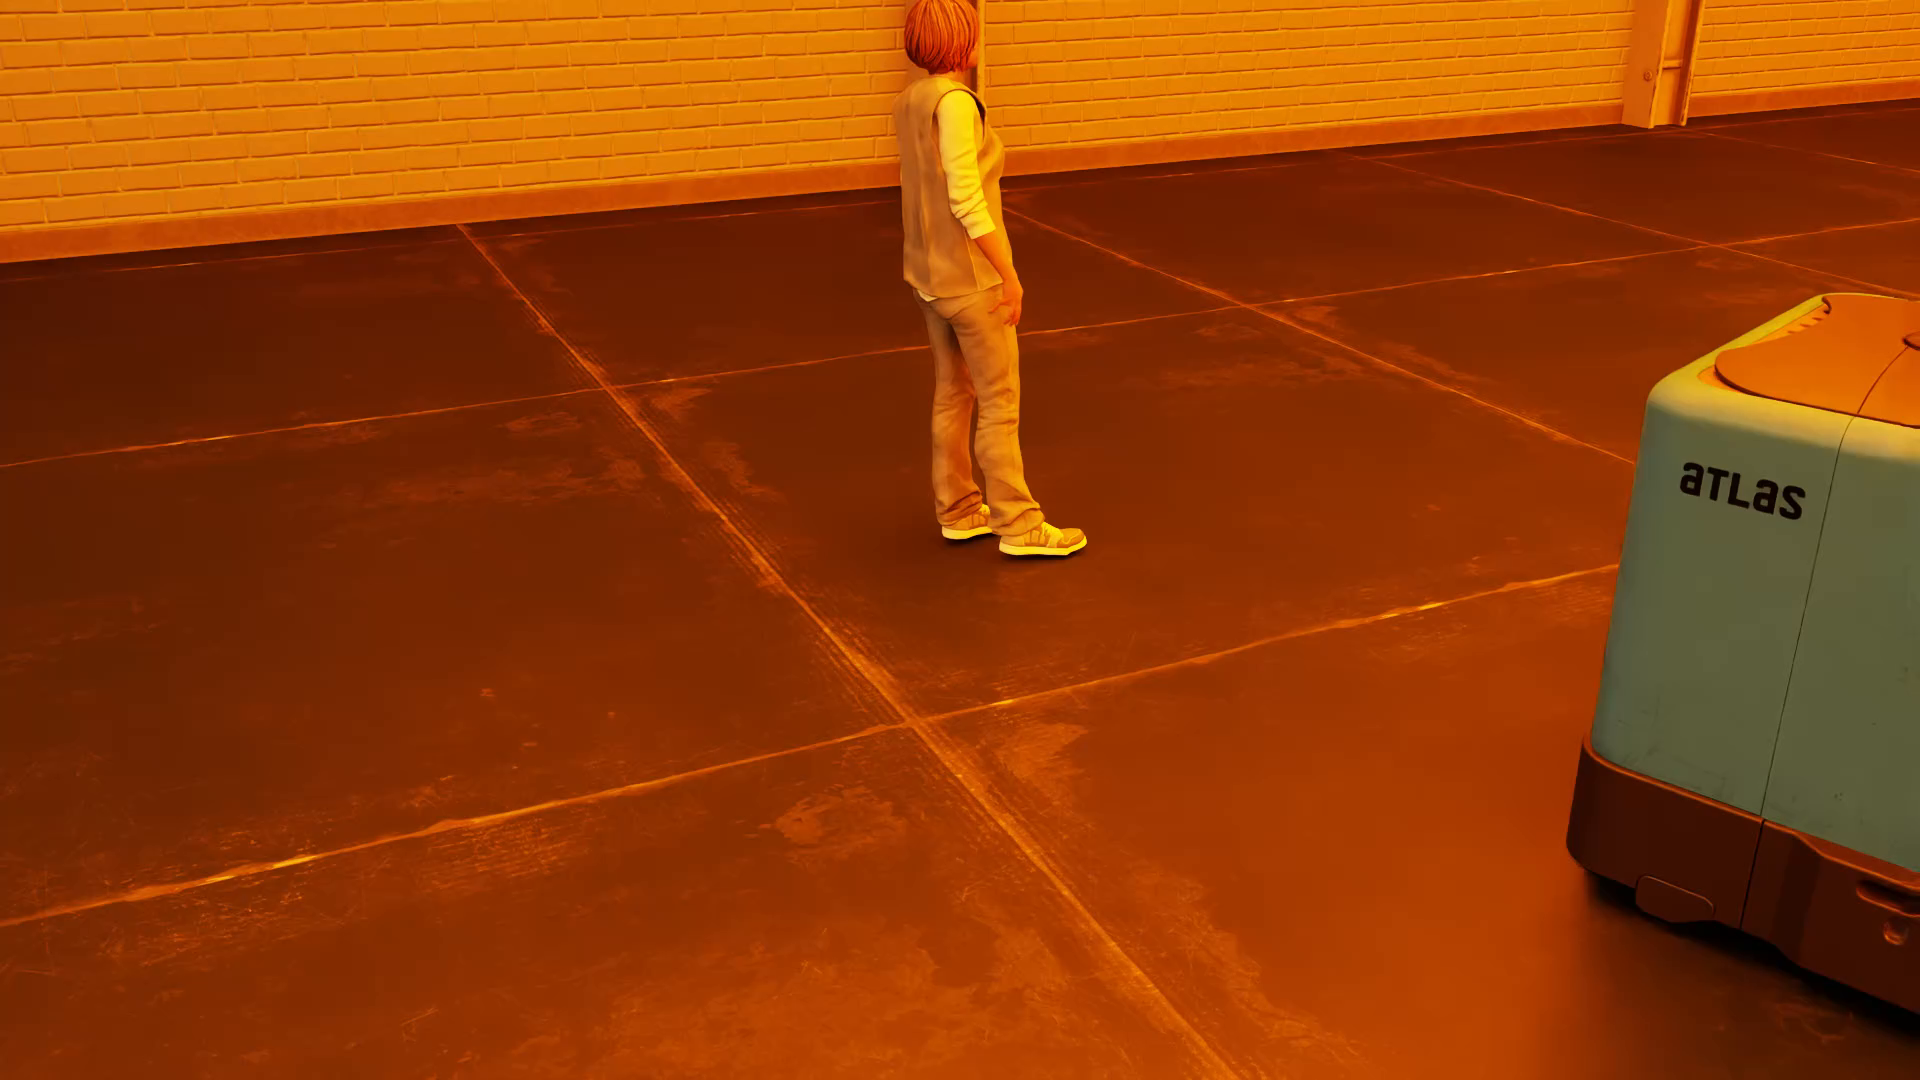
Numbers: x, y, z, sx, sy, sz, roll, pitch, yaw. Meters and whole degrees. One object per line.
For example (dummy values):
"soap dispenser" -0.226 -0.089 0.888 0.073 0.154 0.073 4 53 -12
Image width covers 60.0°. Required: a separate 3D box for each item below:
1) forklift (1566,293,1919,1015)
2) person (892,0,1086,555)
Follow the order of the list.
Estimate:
"forklift" 2.659 -0.398 2.244 3.031 2.935 1.130 20 30 39
"person" 0.073 -0.751 4.814 0.475 1.597 0.520 -10 25 -23
